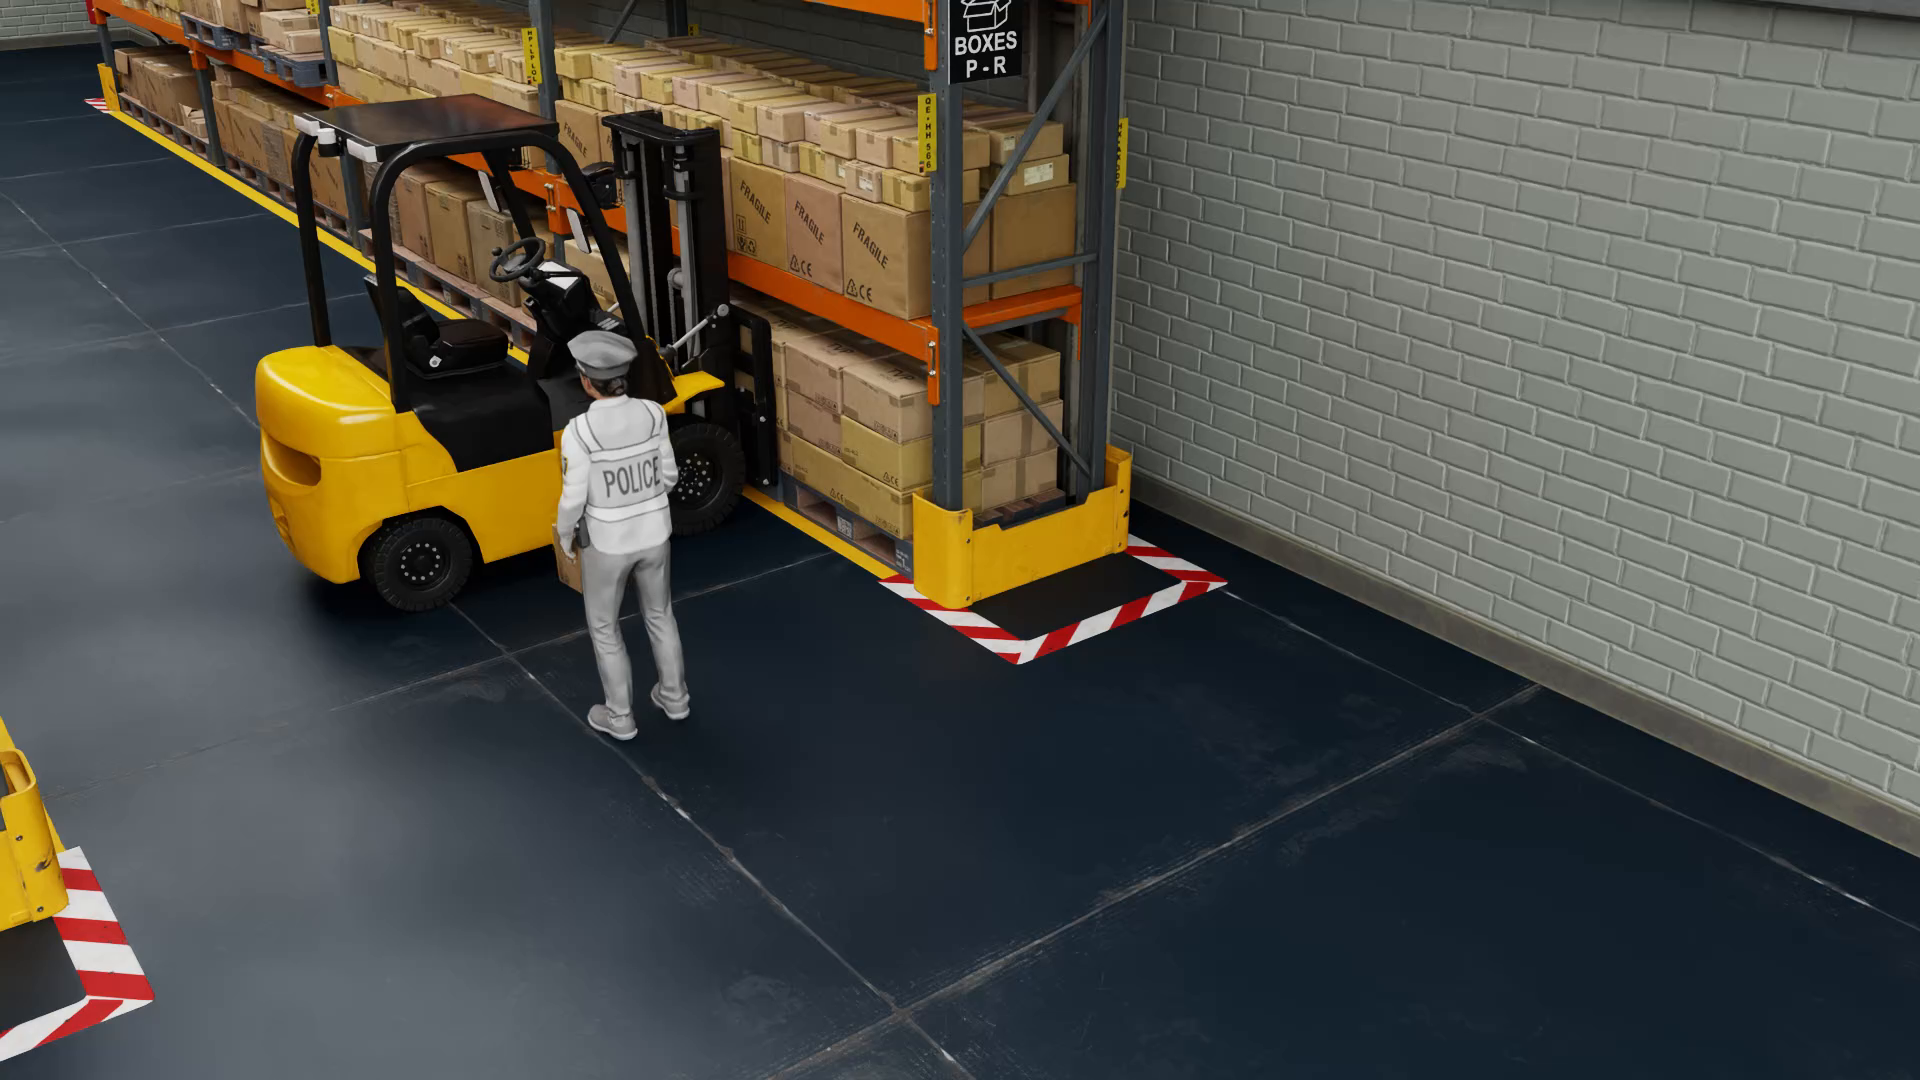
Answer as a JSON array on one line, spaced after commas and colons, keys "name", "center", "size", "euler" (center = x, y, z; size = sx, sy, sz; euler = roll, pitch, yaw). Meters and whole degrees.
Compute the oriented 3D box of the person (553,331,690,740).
[{"name": "person", "center": [-1.354, 0.007, 6.586], "size": [0.540, 1.664, 0.375], "euler": [-19, 31, -35]}]
